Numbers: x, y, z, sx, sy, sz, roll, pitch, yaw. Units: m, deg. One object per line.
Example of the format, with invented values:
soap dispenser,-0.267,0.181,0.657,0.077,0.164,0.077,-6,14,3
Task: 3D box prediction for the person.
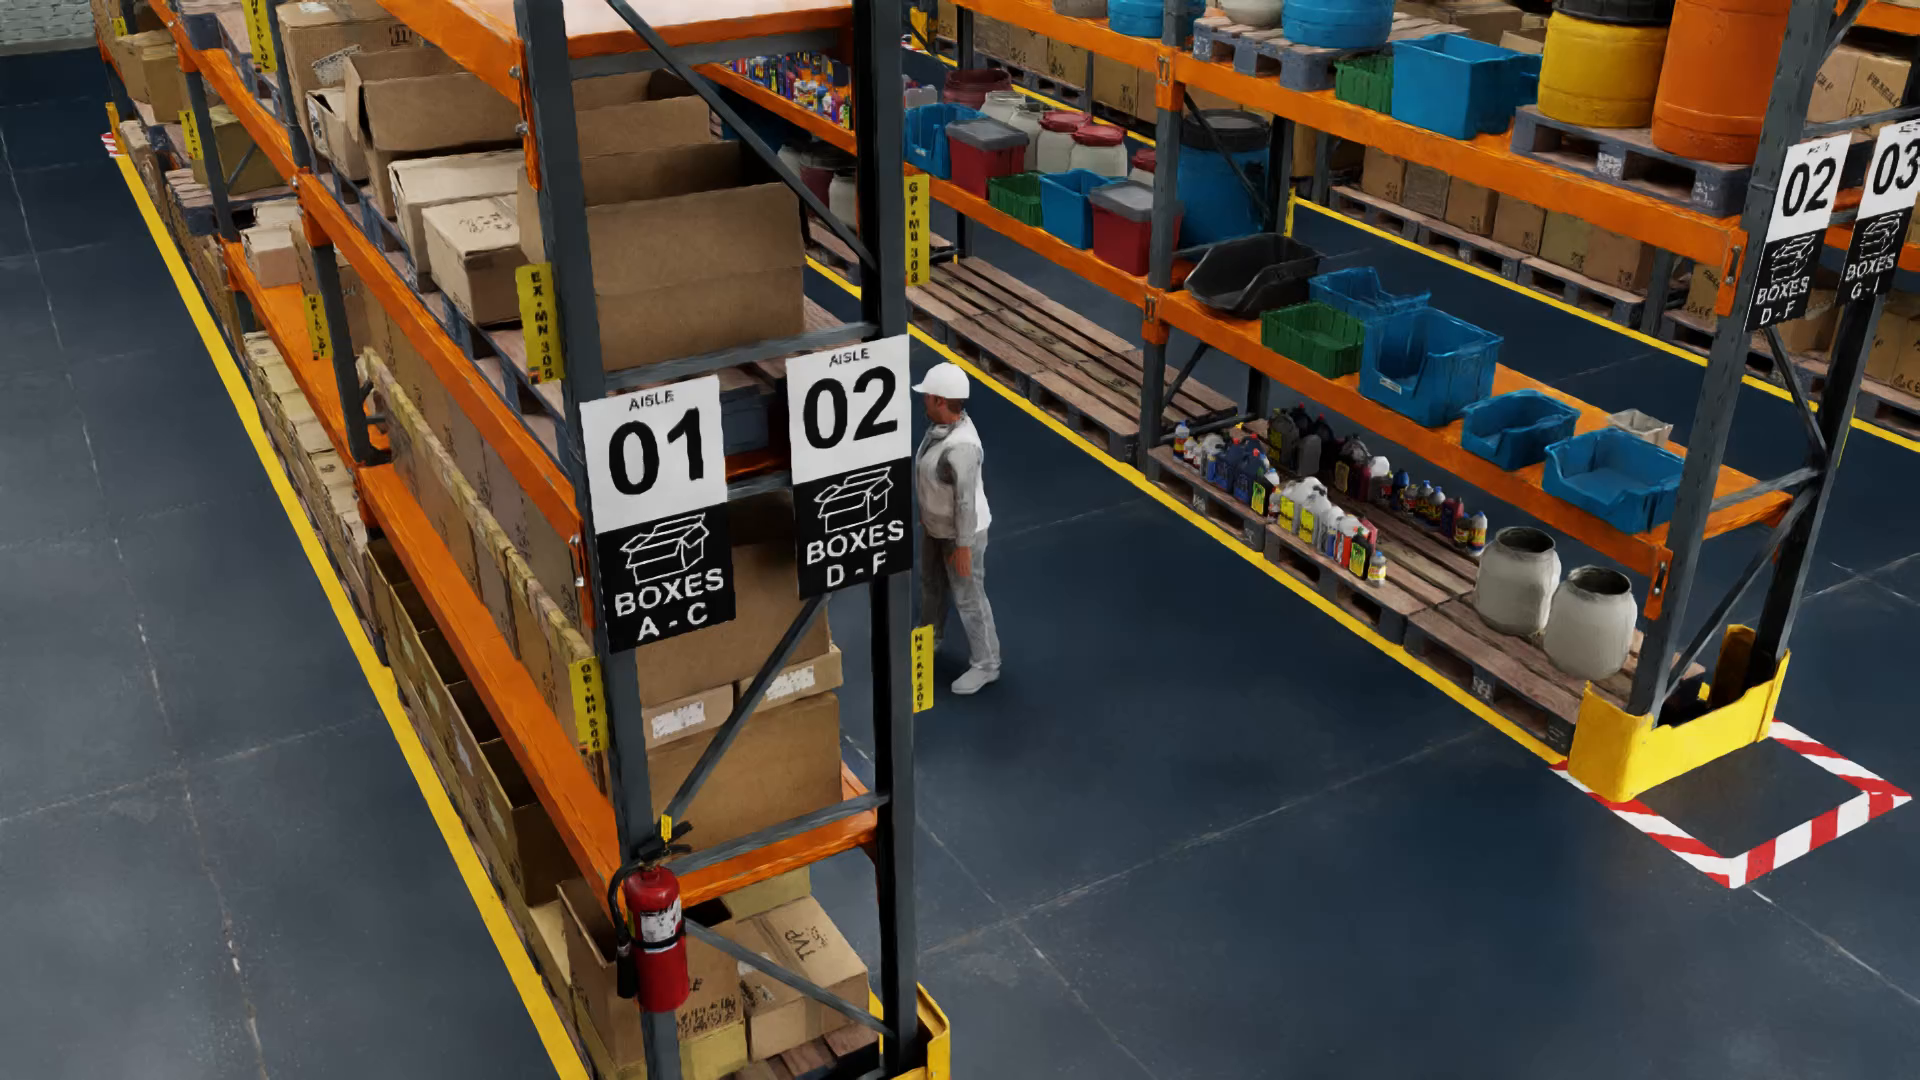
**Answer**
person,-0.061,-0.067,8.625,0.525,1.779,0.574,-7,30,-13
